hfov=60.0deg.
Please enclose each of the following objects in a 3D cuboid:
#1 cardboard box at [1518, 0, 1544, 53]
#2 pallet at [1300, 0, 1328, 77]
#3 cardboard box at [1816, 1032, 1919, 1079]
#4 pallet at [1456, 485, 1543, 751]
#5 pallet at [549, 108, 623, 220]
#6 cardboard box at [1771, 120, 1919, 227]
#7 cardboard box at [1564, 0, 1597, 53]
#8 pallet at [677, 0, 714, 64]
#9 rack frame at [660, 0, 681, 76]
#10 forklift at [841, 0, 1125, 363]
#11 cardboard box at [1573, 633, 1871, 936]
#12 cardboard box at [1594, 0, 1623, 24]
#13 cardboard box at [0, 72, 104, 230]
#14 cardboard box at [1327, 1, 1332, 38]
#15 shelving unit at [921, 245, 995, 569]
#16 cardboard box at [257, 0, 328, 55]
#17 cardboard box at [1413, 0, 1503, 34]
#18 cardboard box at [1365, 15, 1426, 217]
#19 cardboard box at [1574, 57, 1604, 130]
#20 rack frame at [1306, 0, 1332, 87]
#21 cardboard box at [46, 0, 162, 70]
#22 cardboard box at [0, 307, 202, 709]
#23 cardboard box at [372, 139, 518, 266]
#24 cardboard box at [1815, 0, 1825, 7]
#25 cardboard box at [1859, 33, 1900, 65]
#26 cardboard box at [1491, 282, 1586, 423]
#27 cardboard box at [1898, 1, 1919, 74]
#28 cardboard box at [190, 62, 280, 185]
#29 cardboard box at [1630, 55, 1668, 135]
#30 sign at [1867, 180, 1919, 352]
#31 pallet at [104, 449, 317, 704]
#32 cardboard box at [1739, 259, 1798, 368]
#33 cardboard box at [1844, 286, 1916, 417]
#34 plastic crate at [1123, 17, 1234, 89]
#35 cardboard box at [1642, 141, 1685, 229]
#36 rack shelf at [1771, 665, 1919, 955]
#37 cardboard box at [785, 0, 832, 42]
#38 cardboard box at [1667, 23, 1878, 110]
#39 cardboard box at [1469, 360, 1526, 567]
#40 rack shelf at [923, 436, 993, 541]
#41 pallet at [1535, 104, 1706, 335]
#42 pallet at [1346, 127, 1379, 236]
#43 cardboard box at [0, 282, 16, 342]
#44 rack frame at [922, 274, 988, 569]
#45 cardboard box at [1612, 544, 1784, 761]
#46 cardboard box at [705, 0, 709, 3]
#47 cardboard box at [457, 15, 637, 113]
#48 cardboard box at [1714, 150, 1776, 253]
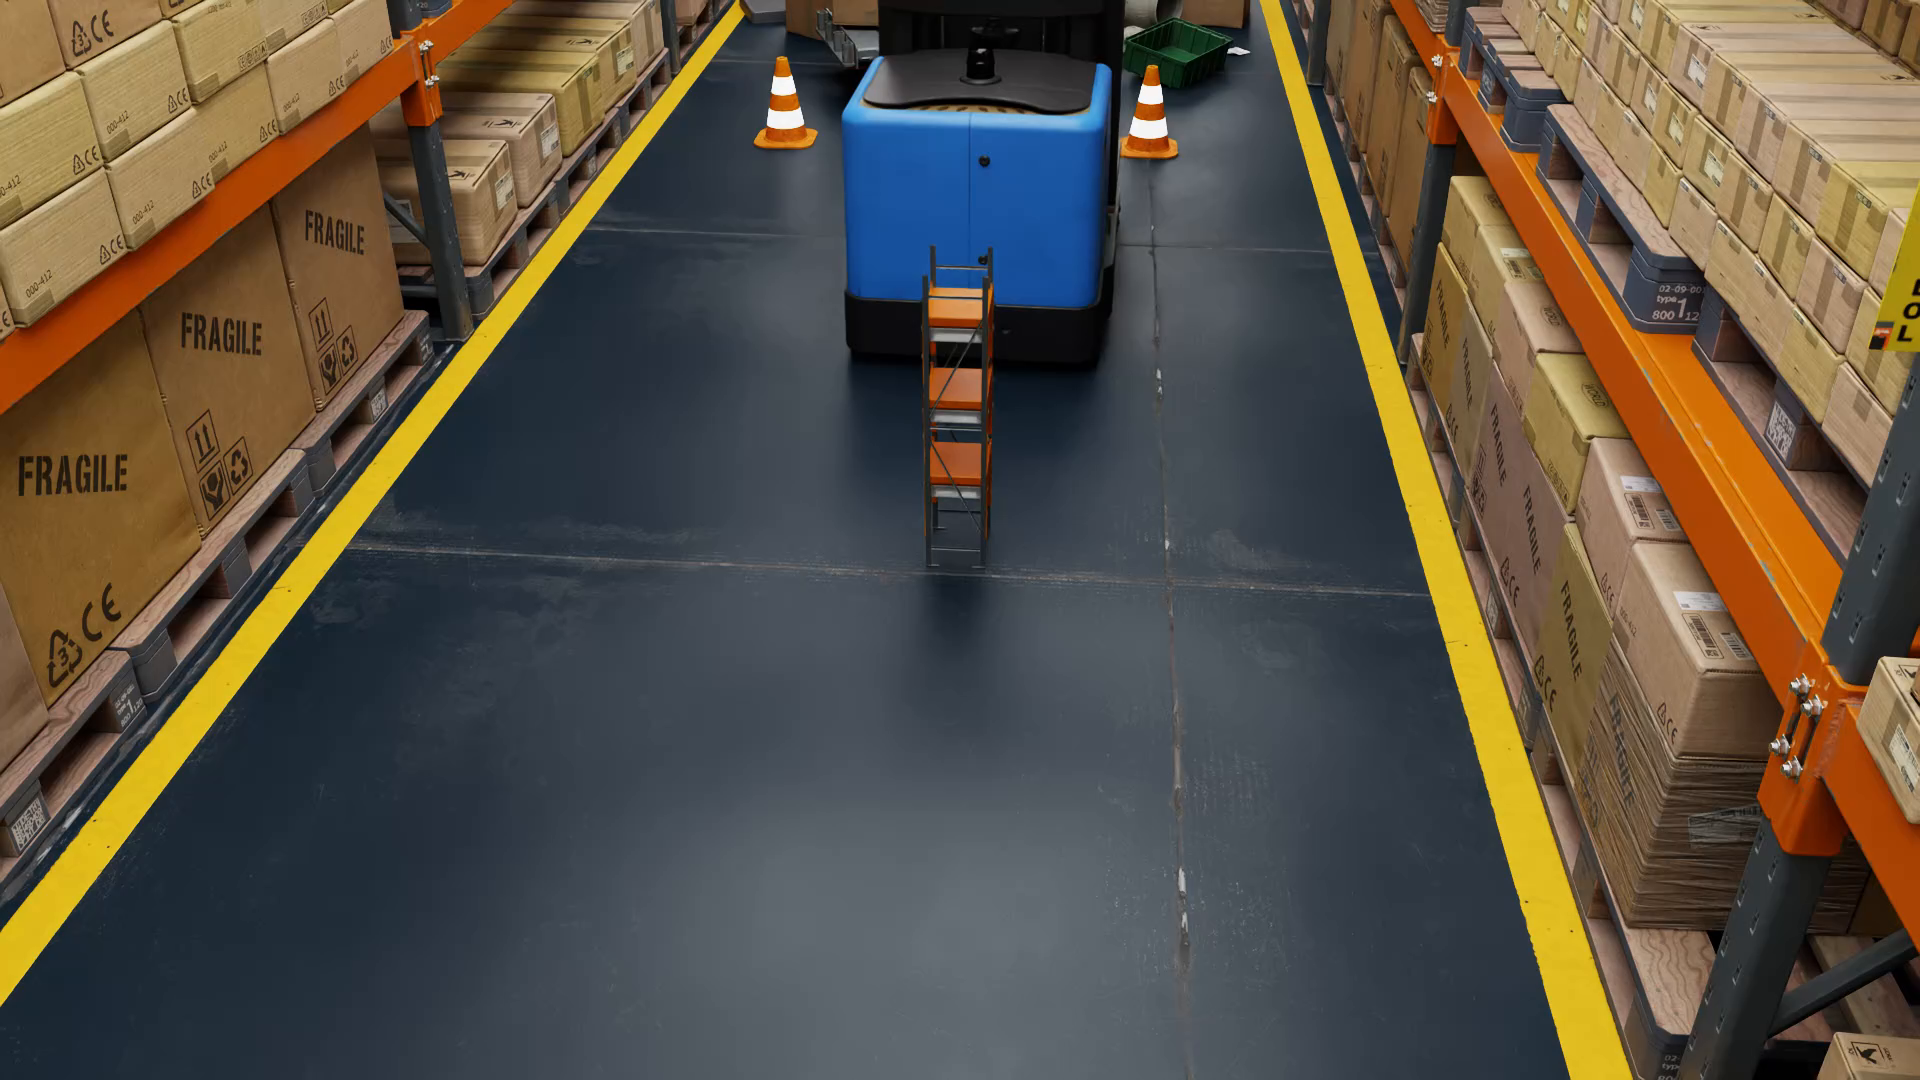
[{"bbox_3d":[2.075,-1.715,5.512,0.380,0.149,0.250,4,32,6],"label":"cardboard box"},{"bbox_3d":[2.800,-3.307,10.915,1.003,0.211,1.213,2,32,4],"label":"pallet"},{"bbox_3d":[1.774,1.036,2.960,0.380,0.149,0.250,4,32,6],"label":"cardboard box"},{"bbox_3d":[2.168,0.224,5.186,1.003,0.211,1.213,2,32,4],"label":"pallet"},{"bbox_3d":[-2.440,-2.025,8.834,1.003,0.211,1.213,2,32,4],"label":"pallet"},{"bbox_3d":[1.891,-0.736,3.357,0.380,0.149,0.250,1,32,2],"label":"cardboard box"},{"bbox_3d":[2.036,-1.549,4.960,0.380,0.149,0.250,3,32,4],"label":"cardboard box"},{"bbox_3d":[-2.262,-3.424,11.105,1.003,0.211,1.213,2,32,4],"label":"pallet"},{"bbox_3d":[-2.282,-4.259,9.801,1.000,3.000,0.127,2,32,4],"label":"rack frame"},{"bbox_3d":[0.211,-2.722,7.373,1.130,2.935,3.031,4,32,6],"label":"forklift"},{"bbox_3d":[1.818,0.571,3.947,0.500,0.500,0.500,2,32,3],"label":"cardboard box"},{"bbox_3d":[2.018,-1.551,4.680,0.380,0.149,0.250,4,32,6],"label":"cardboard box"},{"bbox_3d":[-2.534,-0.979,4.146,0.500,0.250,0.500,3,32,5],"label":"cardboard box"},{"bbox_3d":[2.781,-3.700,10.520,0.875,0.875,0.875,3,32,5],"label":"cardboard box"},{"bbox_3d":[-0.004,-0.419,5.429,0.215,1.050,0.252,2,32,4],"label":"shelving unit"},{"bbox_3d":[-2.432,-1.784,5.451,0.500,0.250,0.500,2,32,3],"label":"cardboard box"},{"bbox_3d":[2.104,-2.298,6.524,0.500,0.500,0.500,2,32,4],"label":"cardboard box"},{"bbox_3d":[2.542,-2.001,7.882,1.050,0.750,0.750,3,32,5],"label":"cardboard box"},{"bbox_3d":[2.014,-1.293,4.828,0.380,0.149,0.250,3,32,6],"label":"cardboard box"},{"bbox_3d":[2.660,-4.100,9.544,1.000,3.000,0.127,2,32,4],"label":"rack frame"},{"bbox_3d":[-2.518,-1.561,4.376,0.500,0.500,0.500,2,32,3],"label":"cardboard box"},{"bbox_3d":[-2.896,-0.150,4.759,0.875,0.875,0.875,3,32,5],"label":"cardboard box"},{"bbox_3d":[-2.551,-1.522,7.465,0.950,0.372,0.625,0,32,1],"label":"cardboard box"},{"bbox_3d":[2.689,-1.650,4.840,0.380,0.149,0.250,3,32,5],"label":"cardboard box"},{"bbox_3d":[2.645,-1.254,4.482,0.380,0.149,0.250,3,32,5],"label":"cardboard box"},{"bbox_3d":[1.943,-0.569,5.081,0.500,0.250,0.500,3,32,4],"label":"cardboard box"},{"bbox_3d":[2.622,-1.245,4.184,0.380,0.149,0.250,3,32,5],"label":"cardboard box"},{"bbox_3d":[-2.473,-1.297,5.139,0.500,0.250,0.500,2,32,3],"label":"cardboard box"},{"bbox_3d":[1.974,-1.148,4.309,0.380,0.149,0.250,4,32,6],"label":"cardboard box"},{"bbox_3d":[1.455,-0.431,2.487,0.100,0.325,0.005,2,32,4],"label":"sign"},{"bbox_3d":[-2.849,0.065,5.443,1.003,0.211,1.213,2,32,4],"label":"pallet"},{"bbox_3d":[1.887,-0.471,3.494,0.380,0.149,0.250,2,32,4],"label":"cardboard box"},{"bbox_3d":[1.844,-0.332,2.985,0.380,0.149,0.250,3,32,5],"label":"cardboard box"},{"bbox_3d":[1.369,-3.074,10.505,0.450,0.188,0.662,29,41,23],"label":"plastic crate"},{"bbox_3d":[1.947,-0.886,4.168,0.380,0.149,0.250,4,32,6],"label":"cardboard box"},{"bbox_3d":[1.846,1.435,1.248,1.077,0.370,4.000,2,32,4],"label":"rack shelf"},{"bbox_3d":[-0.838,-3.698,11.271,0.500,0.500,0.500,27,41,37],"label":"cardboard box"},{"bbox_3d":[1.954,-1.142,4.015,0.380,0.149,0.250,1,32,2],"label":"cardboard box"},{"bbox_3d":[1.948,-0.232,5.250,0.500,0.500,0.500,2,32,3],"label":"cardboard box"},{"bbox_3d":[-0.004,-0.173,5.581,0.215,0.259,0.240,2,32,4],"label":"rack shelf"},{"bbox_3d":[2.214,-0.890,4.518,1.003,0.211,1.213,2,32,4],"label":"pallet"},{"bbox_3d":[2.576,-1.866,8.577,1.003,0.211,1.213,2,32,4],"label":"pallet"},{"bbox_3d":[-2.593,-0.501,3.847,0.500,0.250,0.500,2,32,3],"label":"cardboard box"},{"bbox_3d":[-0.014,-0.355,5.326,0.200,1.050,0.008,2,32,4],"label":"rack frame"},{"bbox_3d":[1.818,0.249,3.754,0.500,0.250,0.500,2,32,3],"label":"cardboard box"},{"bbox_3d":[-1.932,-3.843,11.348,0.500,0.250,0.500,4,32,7],"label":"cardboard box"},{"bbox_3d":[-2.377,-2.668,9.325,0.950,0.372,0.625,4,32,7],"label":"cardboard box"},{"bbox_3d":[1.906,-0.742,3.651,0.380,0.149,0.250,1,32,2],"label":"cardboard box"}]
